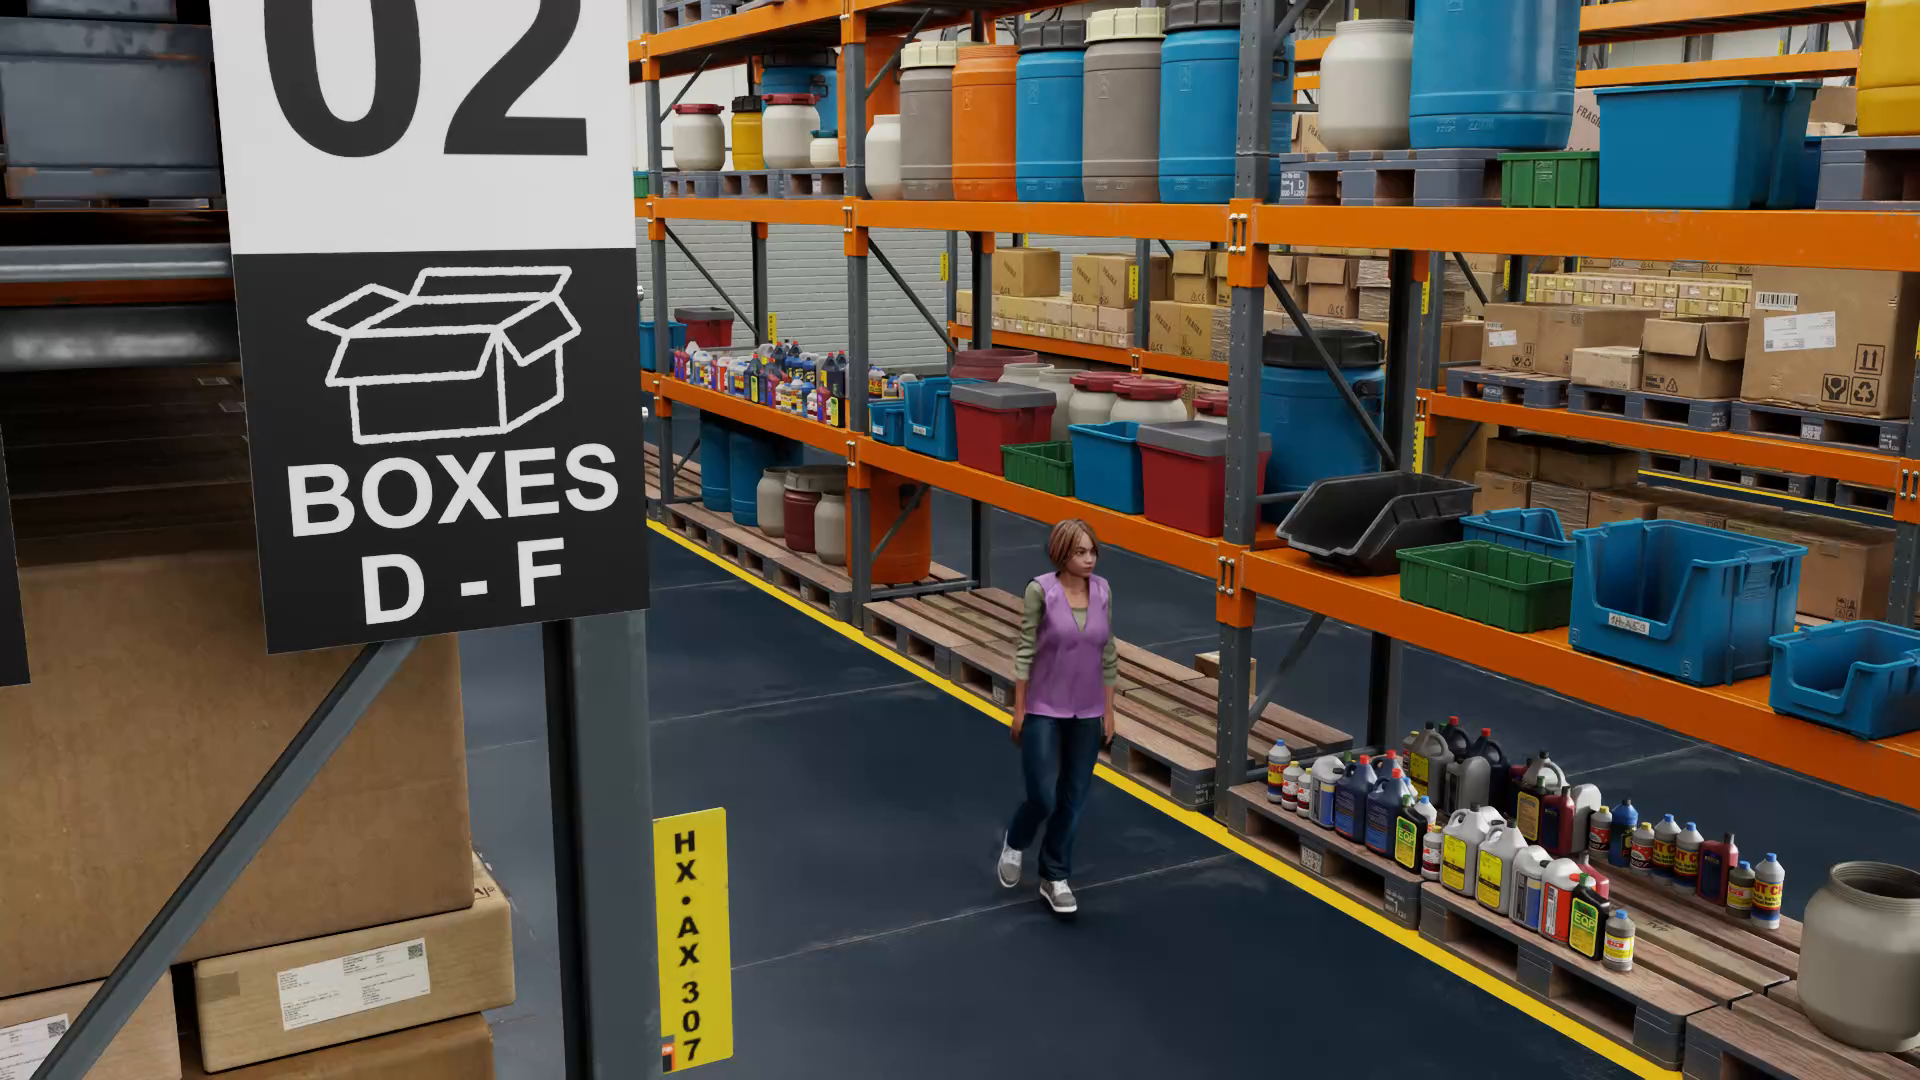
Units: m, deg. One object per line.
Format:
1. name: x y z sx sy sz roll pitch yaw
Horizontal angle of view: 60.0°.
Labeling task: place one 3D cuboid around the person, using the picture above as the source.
1. person: 0.433 0.695 6.581 0.447 1.595 0.425 -5 13 -21
